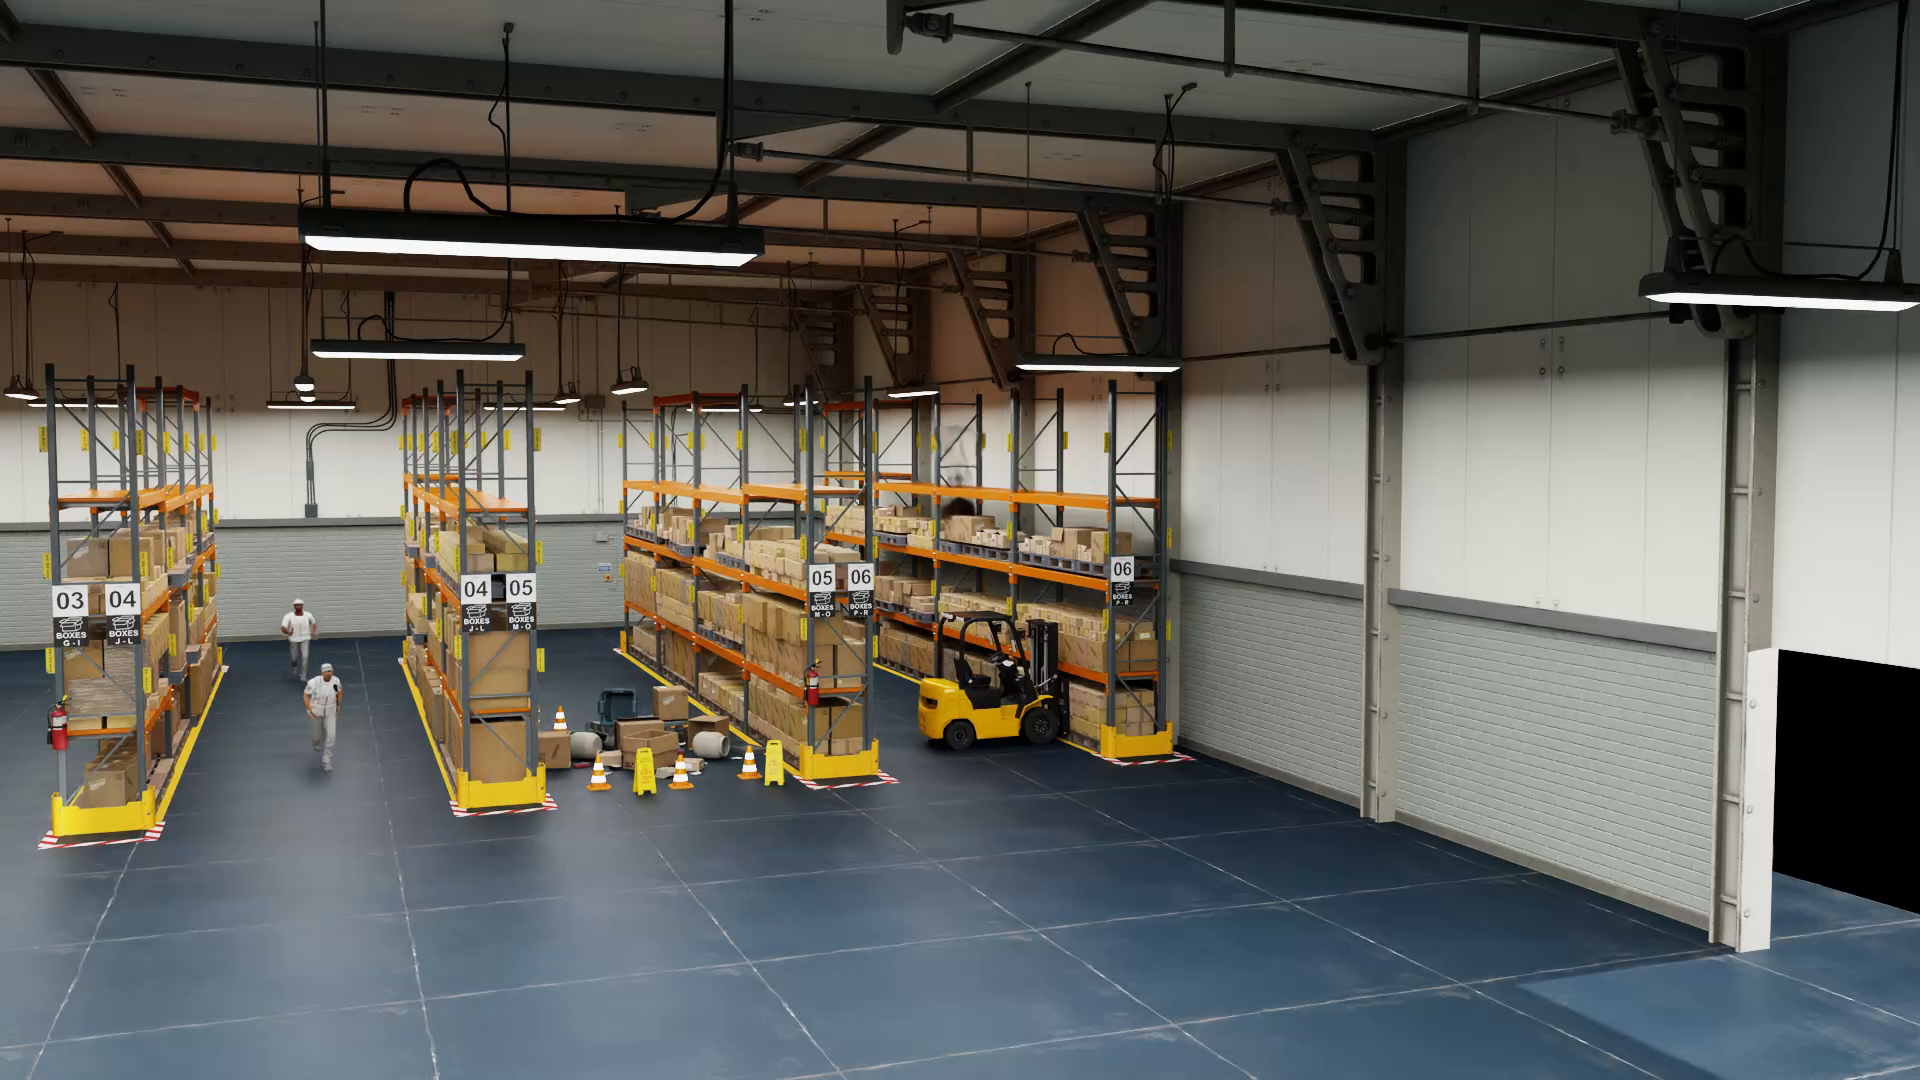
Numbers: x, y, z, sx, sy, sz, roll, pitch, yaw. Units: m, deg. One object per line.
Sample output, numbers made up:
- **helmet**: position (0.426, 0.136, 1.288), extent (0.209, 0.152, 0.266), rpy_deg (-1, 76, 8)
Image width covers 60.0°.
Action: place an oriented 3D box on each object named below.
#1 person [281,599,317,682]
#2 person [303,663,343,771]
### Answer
- **person**: position (-13.859, 2.099, 34.909), extent (0.714, 1.733, 0.791), rpy_deg (-2, 4, -28)
- **person**: position (-9.854, 2.711, 25.737), extent (0.606, 1.663, 0.920), rpy_deg (-2, 4, -31)
